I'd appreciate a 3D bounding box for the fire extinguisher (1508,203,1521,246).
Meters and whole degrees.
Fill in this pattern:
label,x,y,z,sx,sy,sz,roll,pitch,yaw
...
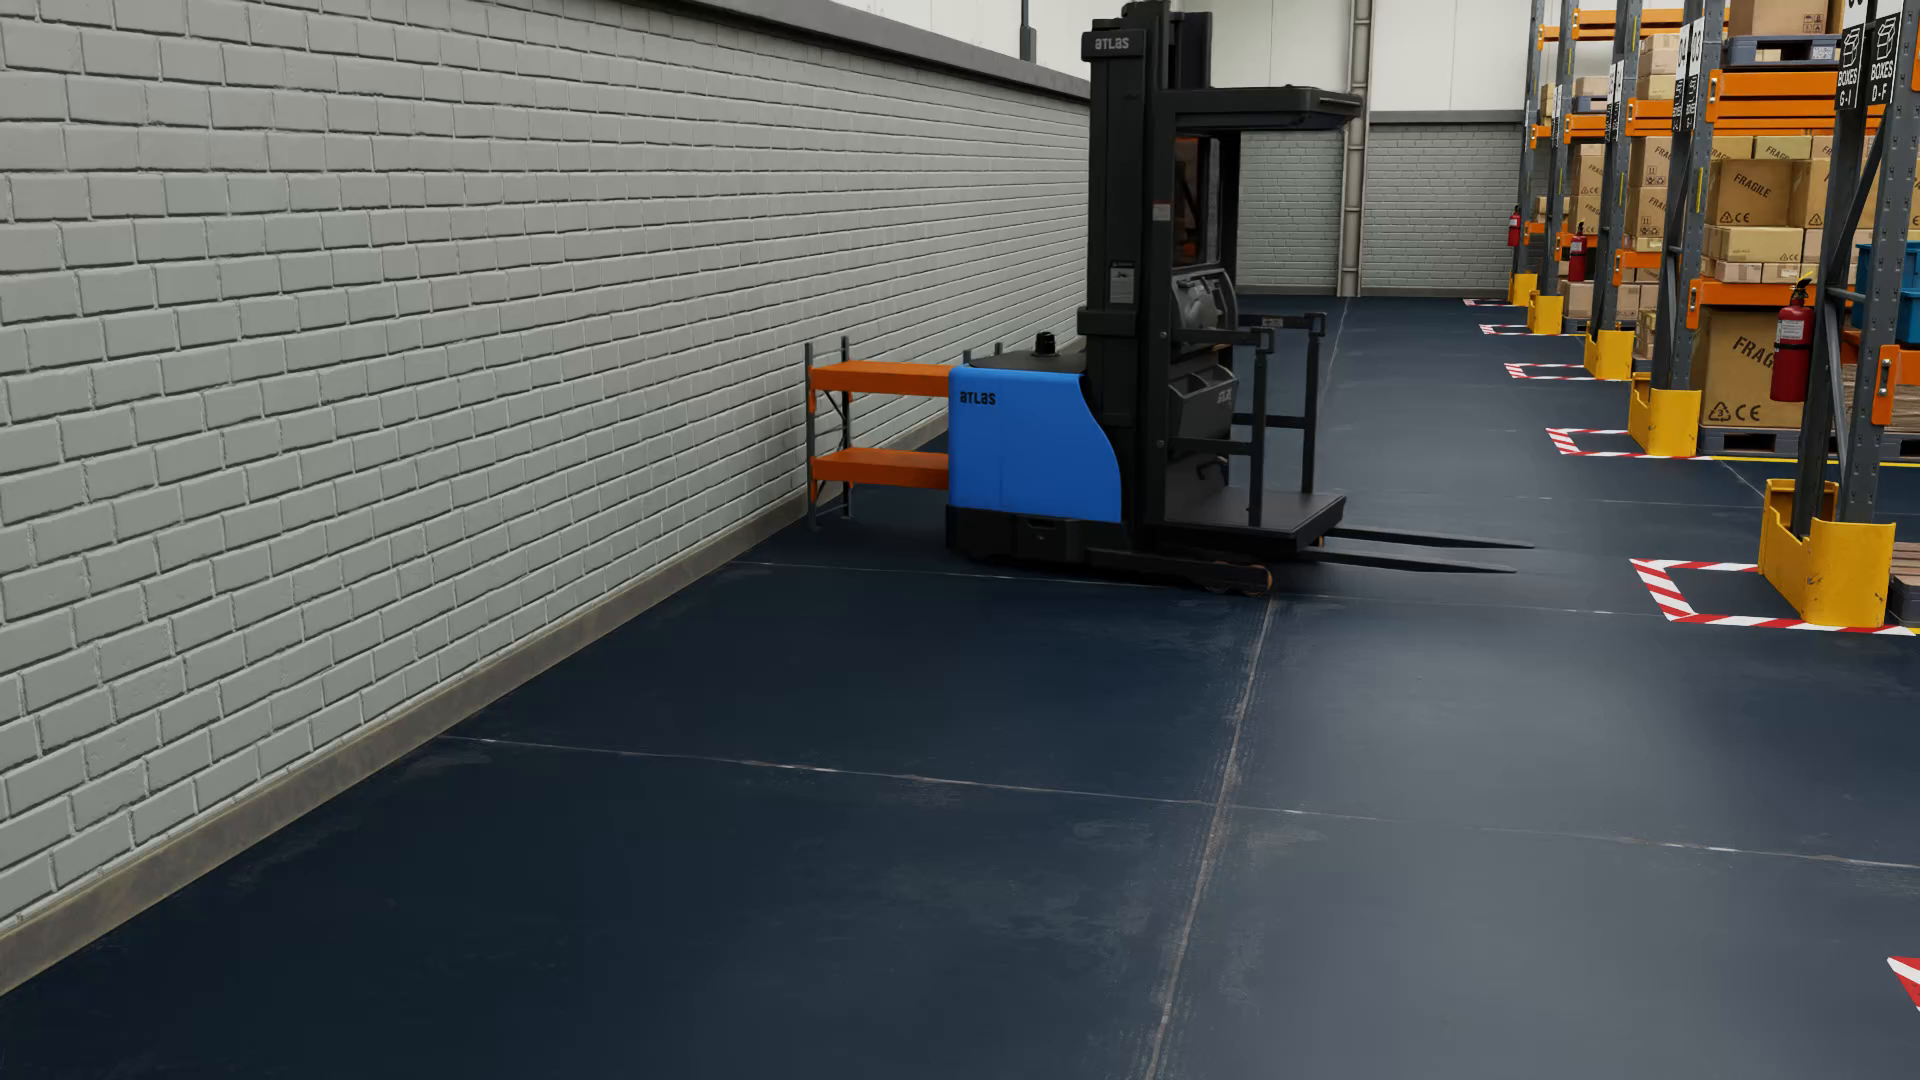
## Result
label,x,y,z,sx,sy,sz,roll,pitch,yaw
fire extinguisher,8.858,-5.036,26.546,0.183,0.674,0.296,3,13,14

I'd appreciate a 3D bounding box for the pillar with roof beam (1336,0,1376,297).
label,x,y,z,sx,sy,sz,roll,pitch,yaw
pillar with roof beam,5.678,-7.698,23.656,0.400,9.000,9.100,3,13,14

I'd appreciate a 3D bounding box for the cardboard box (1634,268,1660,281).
label,x,y,z,sx,sy,sz,roll,pitch,yaw
cardboard box,10.992,-4.177,26.438,0.500,0.500,0.500,3,13,15

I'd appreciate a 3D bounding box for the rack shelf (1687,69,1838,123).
label,x,y,z,sx,sy,sz,roll,pitch,yaw
rack shelf,7.493,-3.227,12.088,4.000,0.370,1.077,3,13,14

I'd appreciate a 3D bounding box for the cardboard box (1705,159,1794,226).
label,x,y,z,sx,sy,sz,roll,pitch,yaw
cardboard box,6.087,-2.685,12.841,0.500,0.500,0.500,3,13,14

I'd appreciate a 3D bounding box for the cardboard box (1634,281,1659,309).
label,x,y,z,sx,sy,sz,roll,pitch,yaw
cardboard box,9.481,-3.197,22.162,0.875,0.438,0.875,3,13,15

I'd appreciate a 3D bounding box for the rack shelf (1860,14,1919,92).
label,x,y,z,sx,sy,sz,roll,pitch,yaw
rack shelf,6.306,-2.185,7.393,4.000,0.370,1.077,3,13,14

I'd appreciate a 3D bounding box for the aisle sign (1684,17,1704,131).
label,x,y,z,sx,sy,sz,roll,pitch,yaw
aisle sign,5.409,-3.427,12.254,0.004,0.787,0.394,3,13,14

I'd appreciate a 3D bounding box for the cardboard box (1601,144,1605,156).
label,x,y,z,sx,sy,sz,roll,pitch,yaw
cardboard box,8.475,-5.080,21.667,0.250,0.149,0.380,3,13,15

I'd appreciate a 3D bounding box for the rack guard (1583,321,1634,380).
label,x,y,z,sx,sy,sz,roll,pitch,yaw
rack guard,6.911,-2.031,17.733,0.348,0.500,1.175,3,13,14

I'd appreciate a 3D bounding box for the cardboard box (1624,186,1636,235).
label,x,y,z,sx,sy,sz,roll,pitch,yaw
cardboard box,7.336,-3.480,17.576,0.500,0.500,0.500,3,13,15

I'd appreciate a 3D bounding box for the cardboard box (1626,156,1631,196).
label,x,y,z,sx,sy,sz,roll,pitch,yaw
cardboard box,8.827,-4.728,21.580,0.500,0.500,0.500,3,13,12

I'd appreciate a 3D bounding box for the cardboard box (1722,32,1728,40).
label,x,y,z,sx,sy,sz,roll,pitch,yaw
cardboard box,7.587,-4.974,16.573,0.250,0.149,0.380,3,13,13

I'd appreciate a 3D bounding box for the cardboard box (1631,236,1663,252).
label,x,y,z,sx,sy,sz,roll,pitch,yaw
cardboard box,7.074,-3.047,17.121,0.250,0.149,0.380,3,13,13

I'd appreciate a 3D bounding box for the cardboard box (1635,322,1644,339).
label,x,y,z,sx,sy,sz,roll,pitch,yaw
cardboard box,7.418,-2.246,17.858,0.250,0.149,0.380,3,13,12

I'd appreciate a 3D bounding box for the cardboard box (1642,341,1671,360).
label,x,y,z,sx,sy,sz,roll,pitch,yaw
cardboard box,7.270,-1.974,17.318,0.250,0.149,0.380,3,13,15

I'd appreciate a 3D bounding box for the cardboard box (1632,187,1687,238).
label,x,y,z,sx,sy,sz,roll,pitch,yaw
cardboard box,7.207,-3.368,17.070,0.500,0.500,0.500,4,13,16

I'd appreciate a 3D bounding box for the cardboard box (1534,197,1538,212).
label,x,y,z,sx,sy,sz,roll,pitch,yaw
cardboard box,9.621,-5.449,27.029,0.500,0.250,0.500,3,13,15

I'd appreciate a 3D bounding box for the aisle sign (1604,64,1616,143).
label,x,y,z,sx,sy,sz,roll,pitch,yaw
aisle sign,6.839,-4.591,17.500,0.004,0.787,0.394,3,13,14

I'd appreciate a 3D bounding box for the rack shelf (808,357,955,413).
label,x,y,z,sx,sy,sz,roll,pitch,yaw
rack shelf,-0.331,-0.894,9.815,1.000,0.278,0.538,5,14,23

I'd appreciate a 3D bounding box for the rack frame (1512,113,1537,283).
label,x,y,z,sx,sy,sz,roll,pitch,yaw
rack frame,9.111,-5.345,26.901,0.127,3.000,1.000,3,13,14

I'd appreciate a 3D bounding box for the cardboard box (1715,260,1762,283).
label,x,y,z,sx,sy,sz,roll,pitch,yaw
cardboard box,5.817,-2.007,12.434,0.250,0.149,0.380,3,13,14

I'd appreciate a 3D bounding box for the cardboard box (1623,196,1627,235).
label,x,y,z,sx,sy,sz,roll,pitch,yaw
cardboard box,8.821,-4.244,21.708,0.500,0.500,0.500,3,13,13

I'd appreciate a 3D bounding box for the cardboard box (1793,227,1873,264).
label,x,y,z,sx,sy,sz,roll,pitch,yaw
cardboard box,6.459,-2.182,12.303,0.500,0.250,0.500,3,13,13

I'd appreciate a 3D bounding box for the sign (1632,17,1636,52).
label,x,y,z,sx,sy,sz,roll,pitch,yaw
sign,6.708,-5.032,16.546,0.005,0.325,0.100,3,13,14

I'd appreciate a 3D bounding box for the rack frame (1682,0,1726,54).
label,x,y,z,sx,sy,sz,roll,pitch,yaw
rack frame,5.551,-5.146,12.153,0.127,3.000,1.000,3,13,14

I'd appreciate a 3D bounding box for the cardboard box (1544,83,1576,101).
label,x,y,z,sx,sy,sz,roll,pitch,yaw
cardboard box,9.482,-7.050,26.164,0.500,0.250,0.500,3,13,13

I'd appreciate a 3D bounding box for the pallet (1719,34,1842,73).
label,x,y,z,sx,sy,sz,roll,pitch,yaw
pallet,6.274,-3.602,12.324,1.213,0.211,1.003,3,13,14

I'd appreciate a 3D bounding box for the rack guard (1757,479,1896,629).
label,x,y,z,sx,sy,sz,roll,pitch,yaw
rack guard,4.338,0.046,8.372,0.348,0.500,1.175,3,13,14

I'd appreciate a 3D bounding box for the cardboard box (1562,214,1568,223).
label,x,y,z,sx,sy,sz,roll,pitch,yaw
cardboard box,9.623,-5.144,26.576,0.250,0.149,0.380,3,13,15

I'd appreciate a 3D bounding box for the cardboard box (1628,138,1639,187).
label,x,y,z,sx,sy,sz,roll,pitch,yaw
cardboard box,7.341,-3.966,17.458,0.500,0.500,0.500,3,13,12

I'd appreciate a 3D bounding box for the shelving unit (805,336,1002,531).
label,x,y,z,sx,sy,sz,roll,pitch,yaw
shelving unit,-0.331,-0.608,9.878,1.048,1.125,0.538,5,14,23

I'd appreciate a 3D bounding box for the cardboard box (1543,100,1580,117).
label,x,y,z,sx,sy,sz,roll,pitch,yaw
cardboard box,9.476,-6.801,26.197,0.500,0.250,0.500,3,13,13

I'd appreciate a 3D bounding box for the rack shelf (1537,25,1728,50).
label,x,y,z,sx,sy,sz,roll,pitch,yaw
rack shelf,11.053,-7.817,25.862,4.000,0.370,1.077,3,13,14

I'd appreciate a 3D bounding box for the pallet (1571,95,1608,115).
label,x,y,z,sx,sy,sz,roll,pitch,yaw
pallet,8.648,-5.686,21.717,1.213,0.211,1.003,3,13,14

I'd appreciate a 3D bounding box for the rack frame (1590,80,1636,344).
label,x,y,z,sx,sy,sz,roll,pitch,yaw
rack frame,6.838,-3.255,17.480,0.127,3.000,1.000,3,13,14

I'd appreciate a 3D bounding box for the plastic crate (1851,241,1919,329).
label,x,y,z,sx,sy,sz,roll,pitch,yaw
plastic crate,4.734,-1.244,8.197,0.499,0.435,0.616,3,13,14

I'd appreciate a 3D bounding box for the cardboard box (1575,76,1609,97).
label,x,y,z,sx,sy,sz,roll,pitch,yaw
cardboard box,8.384,-5.942,21.811,0.500,0.250,0.500,2,13,8

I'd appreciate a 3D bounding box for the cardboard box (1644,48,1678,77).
label,x,y,z,sx,sy,sz,roll,pitch,yaw
cardboard box,7.211,-4.812,16.766,0.500,0.250,0.500,3,13,14

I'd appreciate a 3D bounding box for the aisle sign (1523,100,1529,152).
label,x,y,z,sx,sy,sz,roll,pitch,yaw
aisle sign,8.975,-6.556,26.357,0.004,0.787,0.394,3,13,14

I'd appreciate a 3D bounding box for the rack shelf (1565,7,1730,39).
label,x,y,z,sx,sy,sz,roll,pitch,yaw
rack shelf,9.867,-6.580,21.199,4.000,0.370,1.077,3,13,14

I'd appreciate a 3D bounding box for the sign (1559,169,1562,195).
label,x,y,z,sx,sy,sz,roll,pitch,yaw
sign,7.787,-4.646,21.569,0.005,0.325,0.100,3,13,14

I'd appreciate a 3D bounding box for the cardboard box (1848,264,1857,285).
label,x,y,z,sx,sy,sz,roll,pitch,yaw
cardboard box,6.568,-1.967,12.256,0.250,0.149,0.380,3,13,13

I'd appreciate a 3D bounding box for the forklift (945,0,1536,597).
label,x,y,z,sx,sy,sz,roll,pitch,yaw
forklift,1.472,-1.271,8.695,3.031,2.935,1.130,6,14,26

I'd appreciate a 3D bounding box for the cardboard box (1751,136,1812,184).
label,x,y,z,sx,sy,sz,roll,pitch,yaw
cardboard box,8.201,-3.802,16.717,0.500,0.500,0.500,3,13,12

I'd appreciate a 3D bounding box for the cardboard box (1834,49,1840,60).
label,x,y,z,sx,sy,sz,roll,pitch,yaw
cardboard box,8.688,-4.731,16.401,0.500,0.250,0.500,3,13,11
